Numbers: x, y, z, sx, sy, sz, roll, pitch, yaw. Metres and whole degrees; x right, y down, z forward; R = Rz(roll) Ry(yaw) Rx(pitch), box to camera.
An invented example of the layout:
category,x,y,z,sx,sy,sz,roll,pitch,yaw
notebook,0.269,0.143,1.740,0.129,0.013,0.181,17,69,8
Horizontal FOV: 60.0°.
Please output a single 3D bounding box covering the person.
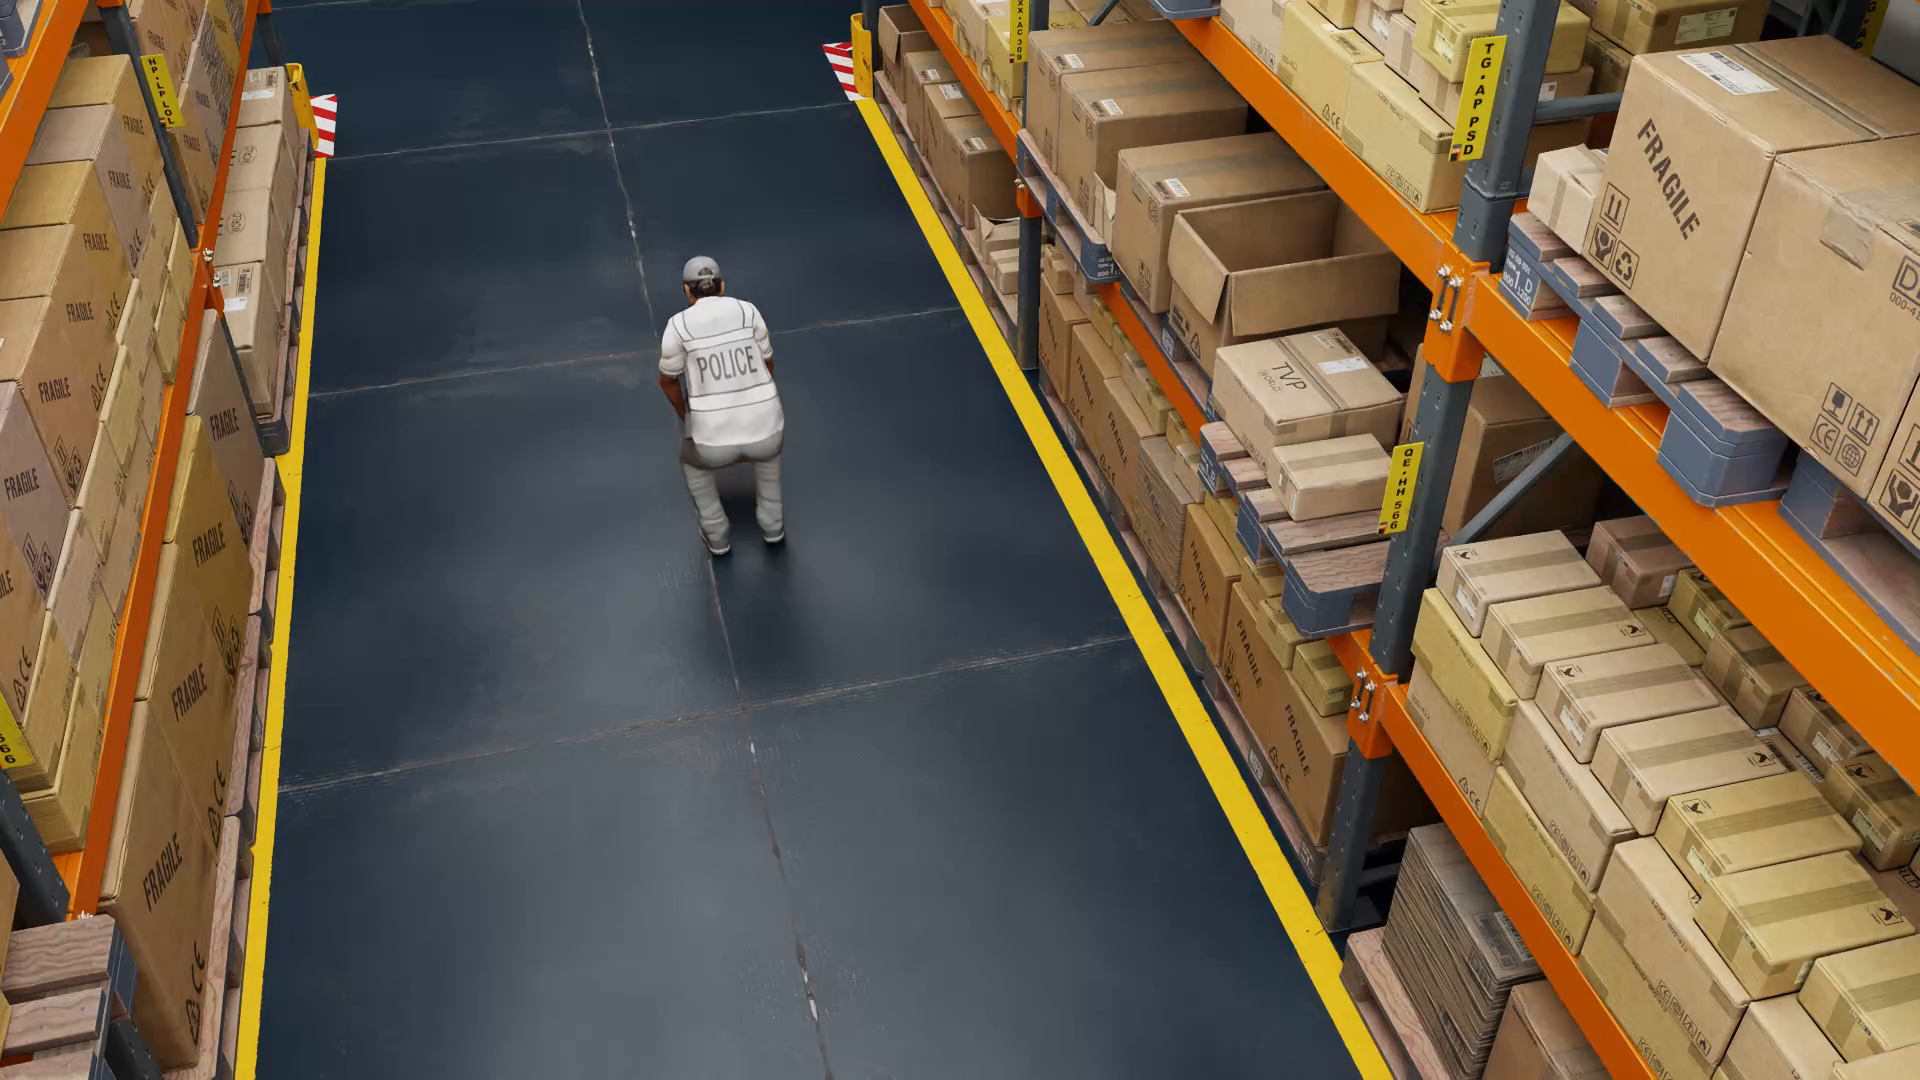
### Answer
category,x,y,z,sx,sy,sz,roll,pitch,yaw
person,-1.095,-0.580,7.681,0.534,1.379,0.727,-9,39,-12
